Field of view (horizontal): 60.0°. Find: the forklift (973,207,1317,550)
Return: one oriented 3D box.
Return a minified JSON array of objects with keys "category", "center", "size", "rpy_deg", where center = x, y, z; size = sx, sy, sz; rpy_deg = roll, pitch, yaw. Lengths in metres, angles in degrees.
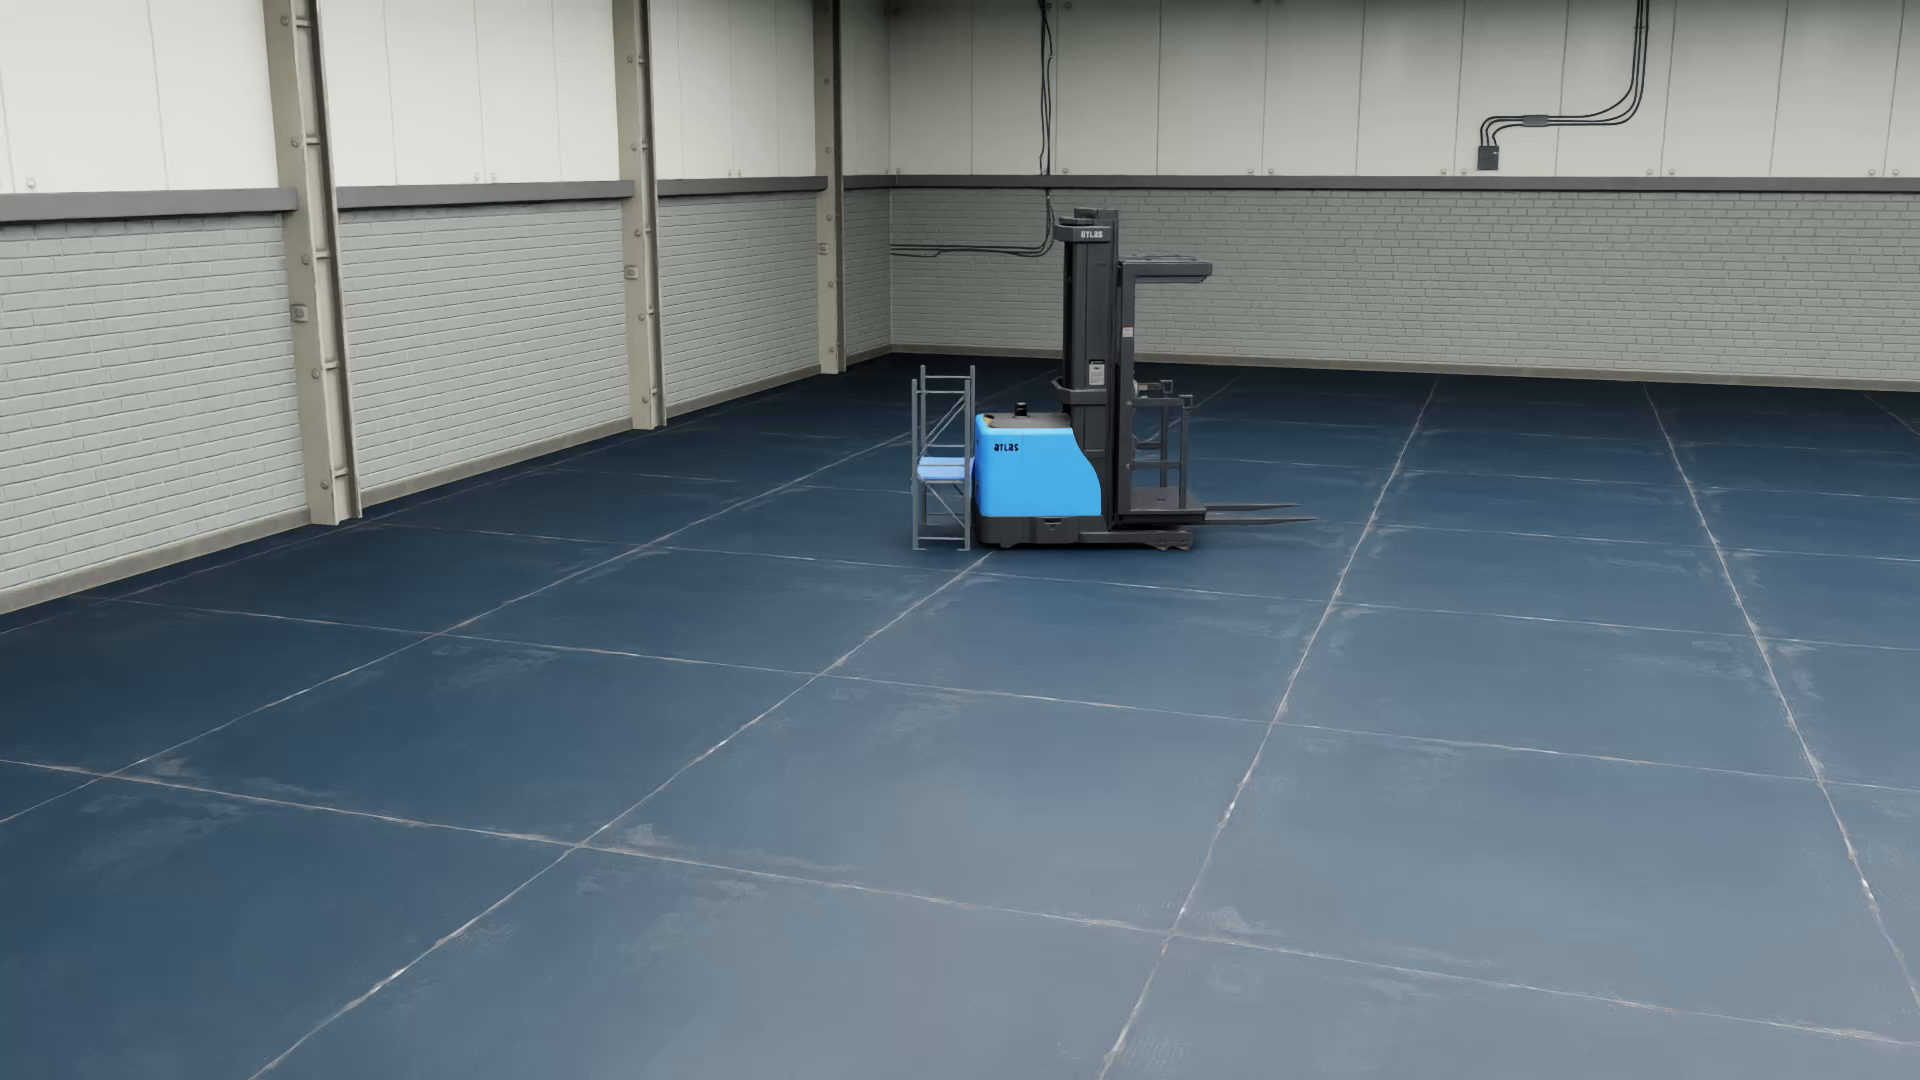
[{"category":"forklift","center":[1.659,-1.459,14.795],"size":[3.031,2.935,1.130],"rpy_deg":[-1,13,-3]}]

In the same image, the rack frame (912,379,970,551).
[{"category":"rack frame","center":[-0.165,-0.643,14.436],"size":[0.500,1.500,0.032],"rpy_deg":[1,13,3]}]

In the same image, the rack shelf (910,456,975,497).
[{"category":"rack shelf","center":[-0.139,-0.581,14.971],"size":[0.538,0.185,1.000],"rpy_deg":[1,13,3]}]

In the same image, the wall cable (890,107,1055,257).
[{"category":"wall cable","center":[0.147,-6.116,28.538],"size":[3.097,2.526,0.112],"rpy_deg":[4,14,18]}]

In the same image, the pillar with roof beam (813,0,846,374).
[{"category":"pillar with roof beam","center":[2.016,-6.795,24.534],"size":[9.100,9.000,0.400],"rpy_deg":[4,14,18]}]

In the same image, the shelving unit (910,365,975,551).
[{"category":"shelving unit","center":[-0.139,-0.756,14.931],"size":[0.538,1.500,1.048],"rpy_deg":[1,13,3]}]

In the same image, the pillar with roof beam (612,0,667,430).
[{"category":"pillar with roof beam","center":[0.075,-5.531,18.999],"size":[9.100,9.000,0.400],"rpy_deg":[4,14,18]}]

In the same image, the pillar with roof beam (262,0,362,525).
[{"category":"pillar with roof beam","center":[-1.866,-4.268,13.464],"size":[9.100,9.000,0.400],"rpy_deg":[4,14,18]}]

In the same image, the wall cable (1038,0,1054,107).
[{"category":"wall cable","center":[2.707,-8.383,27.123],"size":[3.097,2.526,0.112],"rpy_deg":[4,14,18]}]

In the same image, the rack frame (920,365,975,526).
[{"category":"rack frame","center":[-0.113,-0.869,15.425],"size":[0.500,1.500,0.032],"rpy_deg":[1,13,3]}]

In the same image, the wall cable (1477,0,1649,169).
[{"category":"wall cable","center":[9.125,-8.601,24.805],"size":[2.305,6.003,0.169],"rpy_deg":[4,14,18]}]
